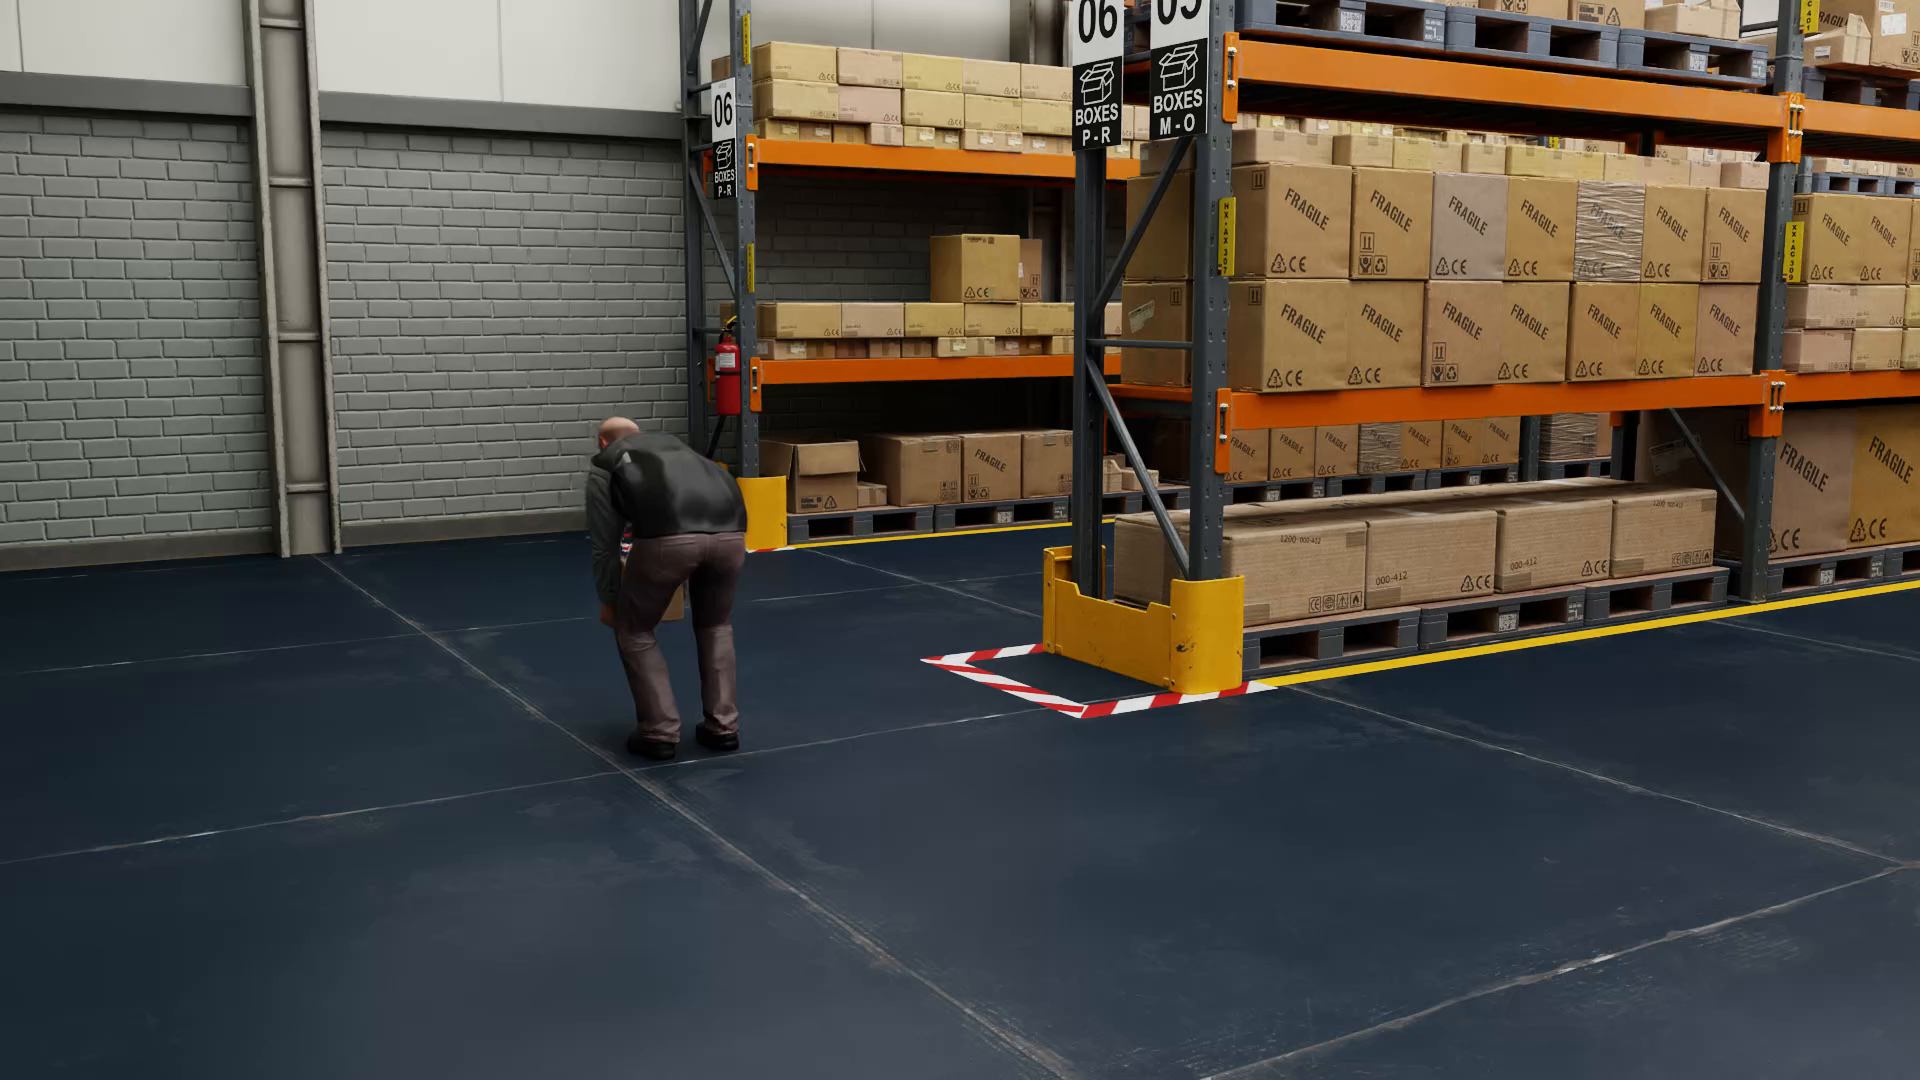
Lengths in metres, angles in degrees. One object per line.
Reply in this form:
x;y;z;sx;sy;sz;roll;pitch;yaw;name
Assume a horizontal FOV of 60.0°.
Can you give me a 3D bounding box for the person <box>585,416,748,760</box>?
-1.167;0.167;6.474;0.476;1.235;0.918;-5;10;-33;person
